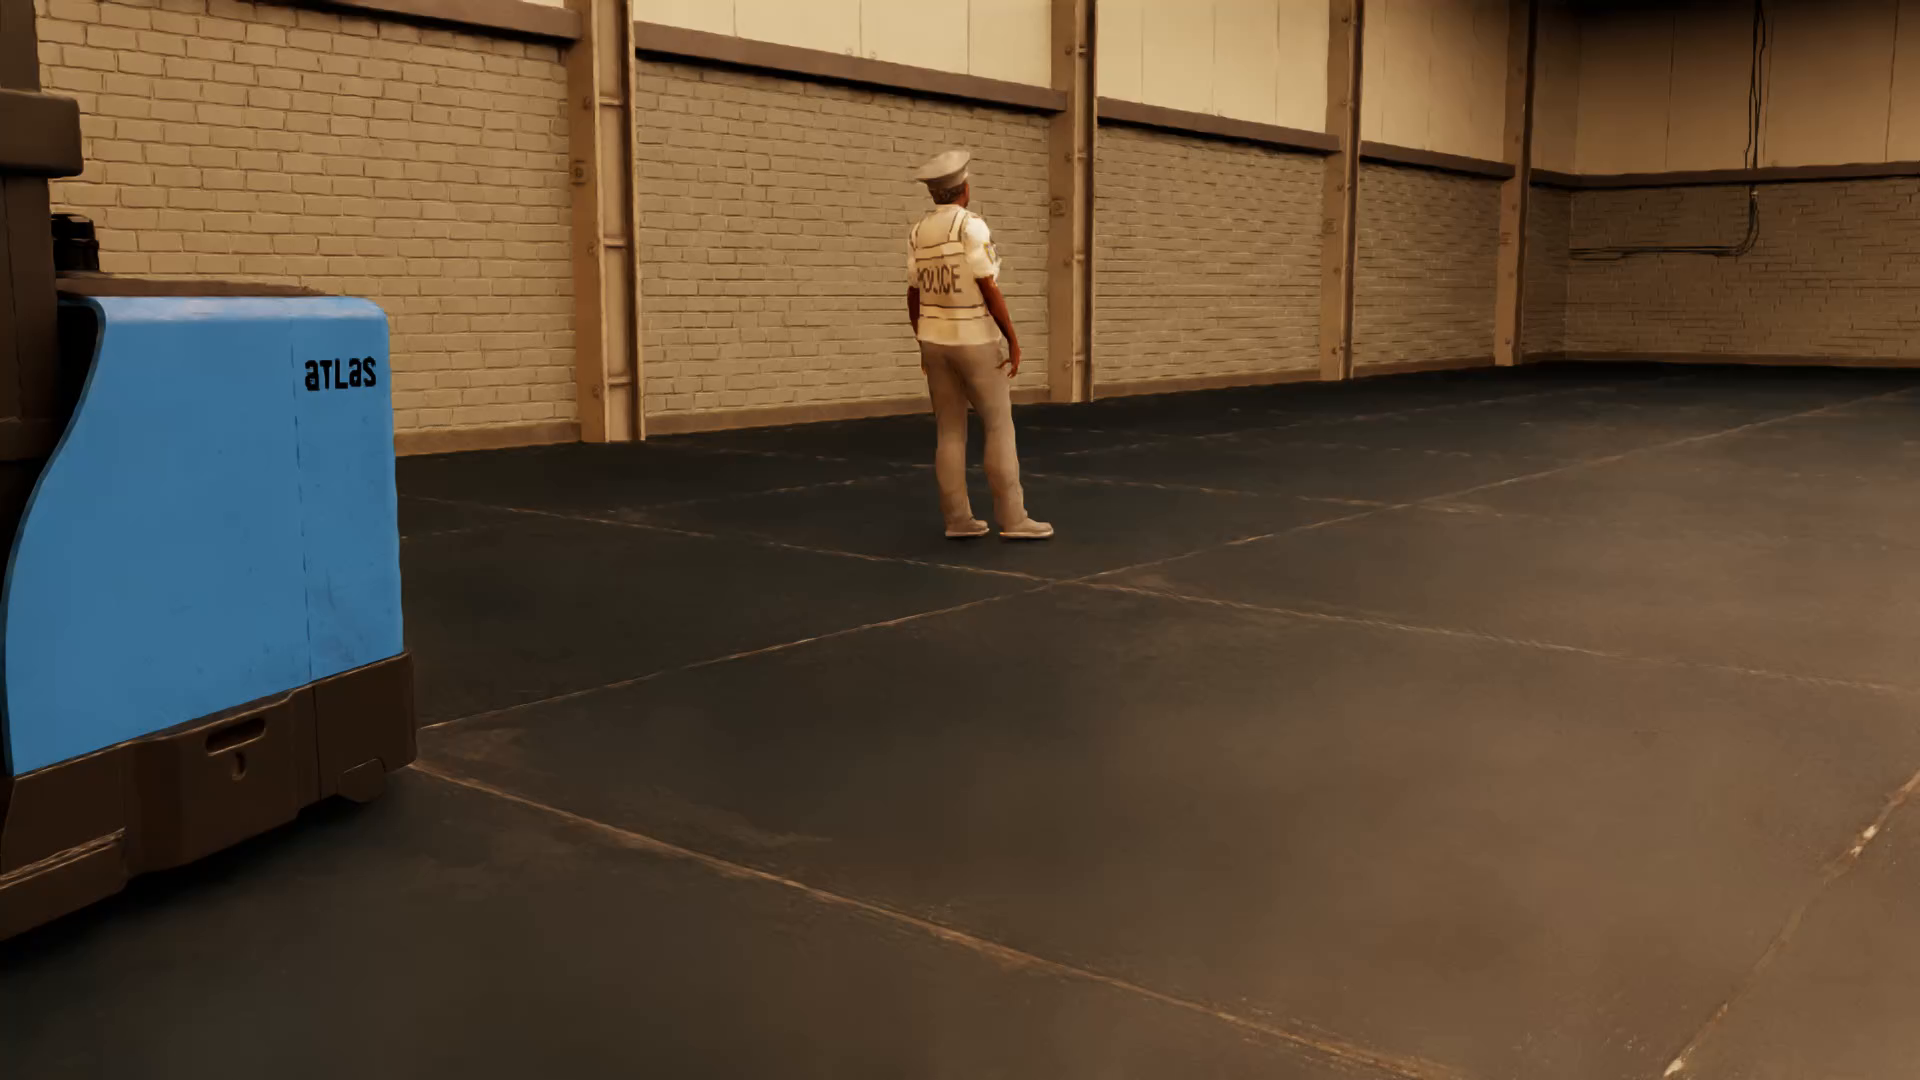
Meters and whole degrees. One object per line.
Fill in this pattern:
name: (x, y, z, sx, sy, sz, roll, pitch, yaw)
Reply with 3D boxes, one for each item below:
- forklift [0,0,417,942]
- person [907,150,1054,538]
forklift: (-2.148, -0.725, 2.238, 1.130, 2.935, 3.031, 3, 9, 19)
person: (0.062, -0.852, 7.327, 0.570, 1.693, 0.529, 7, 11, 38)
